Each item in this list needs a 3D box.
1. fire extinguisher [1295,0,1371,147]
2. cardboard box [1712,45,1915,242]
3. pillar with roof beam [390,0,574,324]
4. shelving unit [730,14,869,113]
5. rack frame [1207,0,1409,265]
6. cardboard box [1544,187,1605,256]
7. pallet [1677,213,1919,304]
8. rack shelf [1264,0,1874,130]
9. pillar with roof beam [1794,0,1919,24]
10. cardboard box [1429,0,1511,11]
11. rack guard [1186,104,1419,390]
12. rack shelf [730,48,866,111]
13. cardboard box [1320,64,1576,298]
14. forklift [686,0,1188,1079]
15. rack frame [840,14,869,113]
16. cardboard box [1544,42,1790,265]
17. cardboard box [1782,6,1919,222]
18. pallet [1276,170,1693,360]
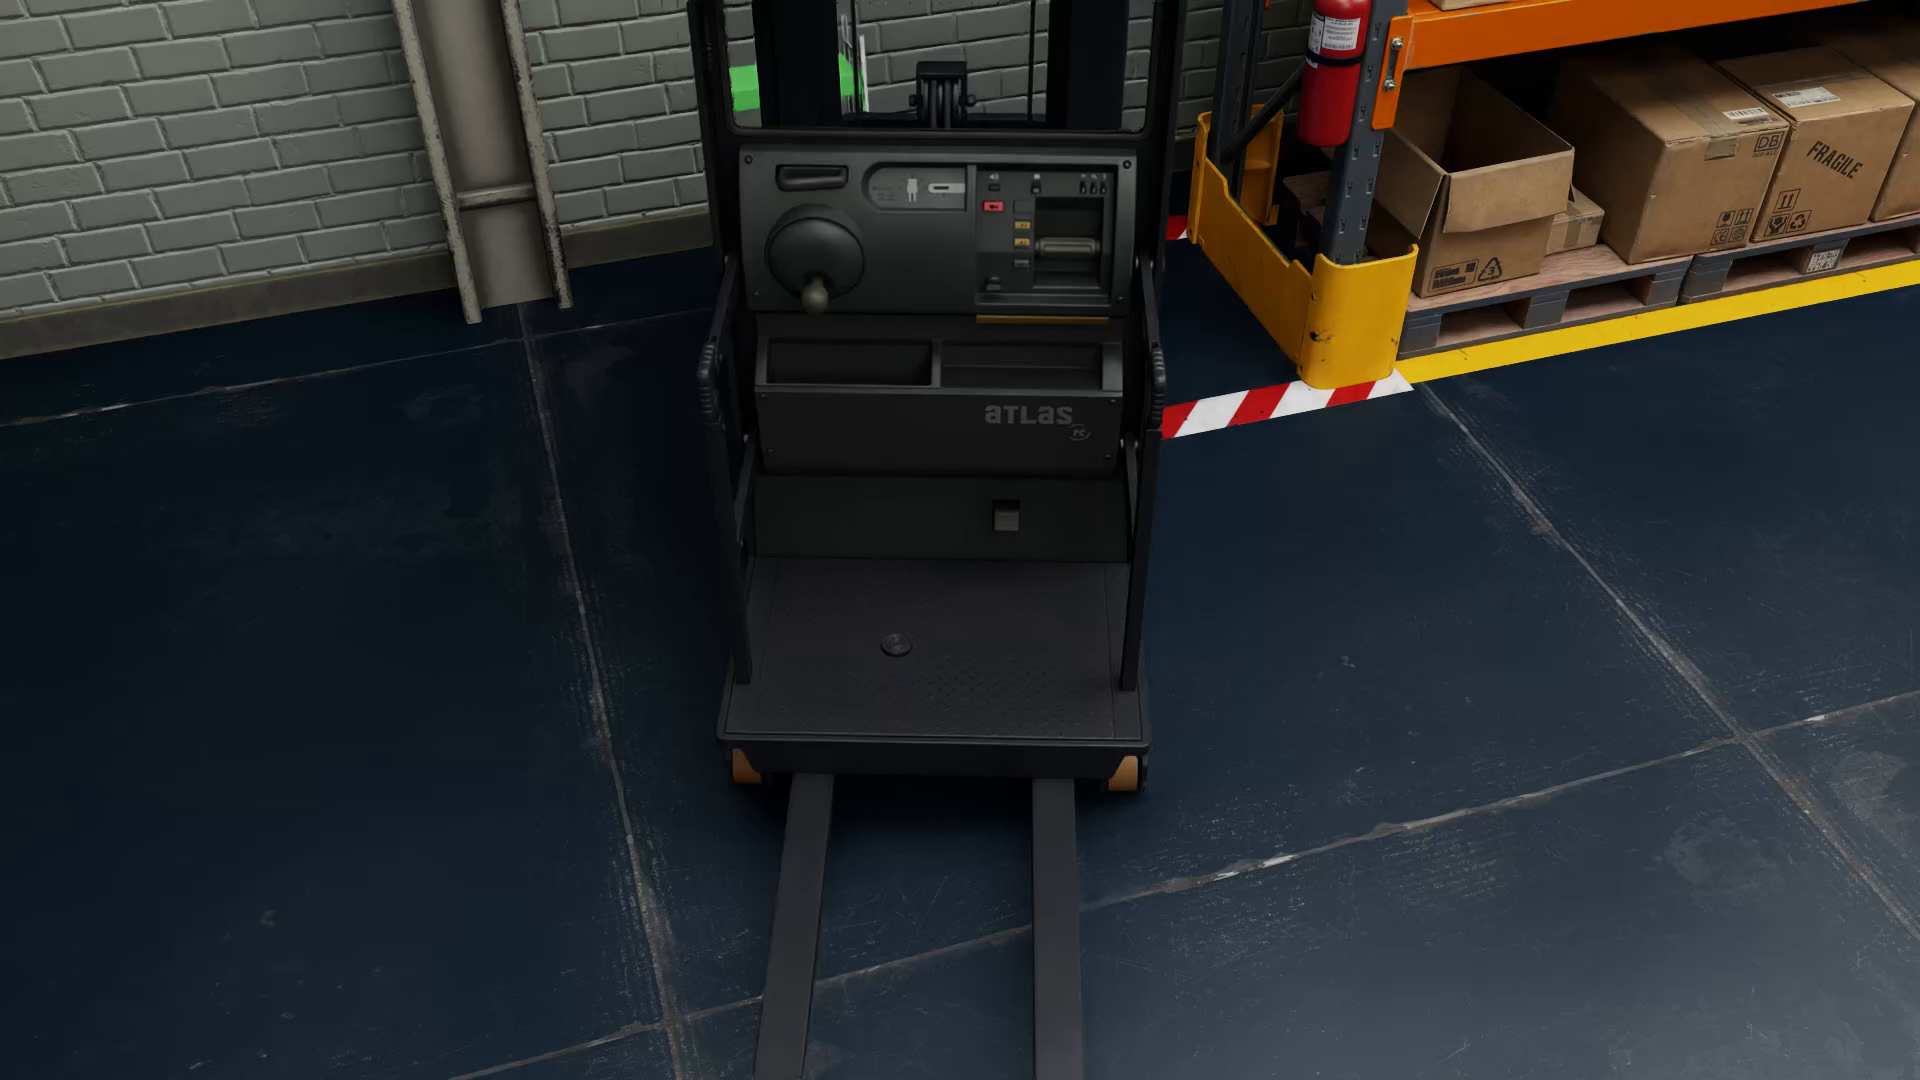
[{"bbox_3d":[1.153,-1.544,5.080,0.183,0.674,0.296,-12,42,-13],"label":"fire extinguisher"},{"bbox_3d":[3.128,-1.497,6.264,0.500,0.500,0.500,-11,42,-12],"label":"cardboard box"},{"bbox_3d":[-0.395,-1.623,0.268,0.400,9.000,9.100,-12,42,-13],"label":"pillar with roof beam"},{"bbox_3d":[-0.554,-1.096,5.572,0.503,1.200,0.258,-12,35,-14],"label":"shelving unit"},{"bbox_3d":[1.155,-2.033,5.297,0.127,3.000,1.000,-12,42,-13],"label":"rack frame"},{"bbox_3d":[2.183,-1.238,6.235,0.250,0.149,0.380,-13,43,-15],"label":"cardboard box"},{"bbox_3d":[3.149,-1.394,6.686,1.213,0.211,1.003,-12,42,-13],"label":"pallet"},{"bbox_3d":[3.062,-2.157,5.986,4.000,0.370,1.077,-12,42,-13],"label":"rack shelf"},{"bbox_3d":[5.328,-2.809,1.625,0.400,9.000,9.100,-12,42,-13],"label":"pillar with roof beam"},{"bbox_3d":[1.550,-1.831,5.257,0.250,0.149,0.380,-12,43,-13],"label":"cardboard box"},{"bbox_3d":[1.227,-1.106,6.136,0.348,0.500,1.175,-12,42,-13],"label":"rack guard"},{"bbox_3d":[-0.570,-1.440,5.339,0.480,0.148,0.258,-12,35,-14],"label":"rack shelf"},{"bbox_3d":[1.766,-1.312,6.050,0.637,0.503,0.797,-13,43,-15],"label":"cardboard box"},{"bbox_3d":[-0.056,-0.644,3.760,1.130,2.935,3.031,1,41,1],"label":"forklift"},{"bbox_3d":[-0.322,-1.146,5.629,0.015,1.200,0.240,-12,35,-14],"label":"rack frame"},{"bbox_3d":[2.593,-1.455,6.217,0.500,0.500,0.700,-10,42,-11],"label":"cardboard box"},{"bbox_3d":[3.584,-1.661,6.452,0.500,0.500,0.700,-13,43,-15],"label":"cardboard box"},{"bbox_3d":[1.987,-1.156,6.413,1.213,0.211,1.003,-12,42,-13],"label":"pallet"}]
